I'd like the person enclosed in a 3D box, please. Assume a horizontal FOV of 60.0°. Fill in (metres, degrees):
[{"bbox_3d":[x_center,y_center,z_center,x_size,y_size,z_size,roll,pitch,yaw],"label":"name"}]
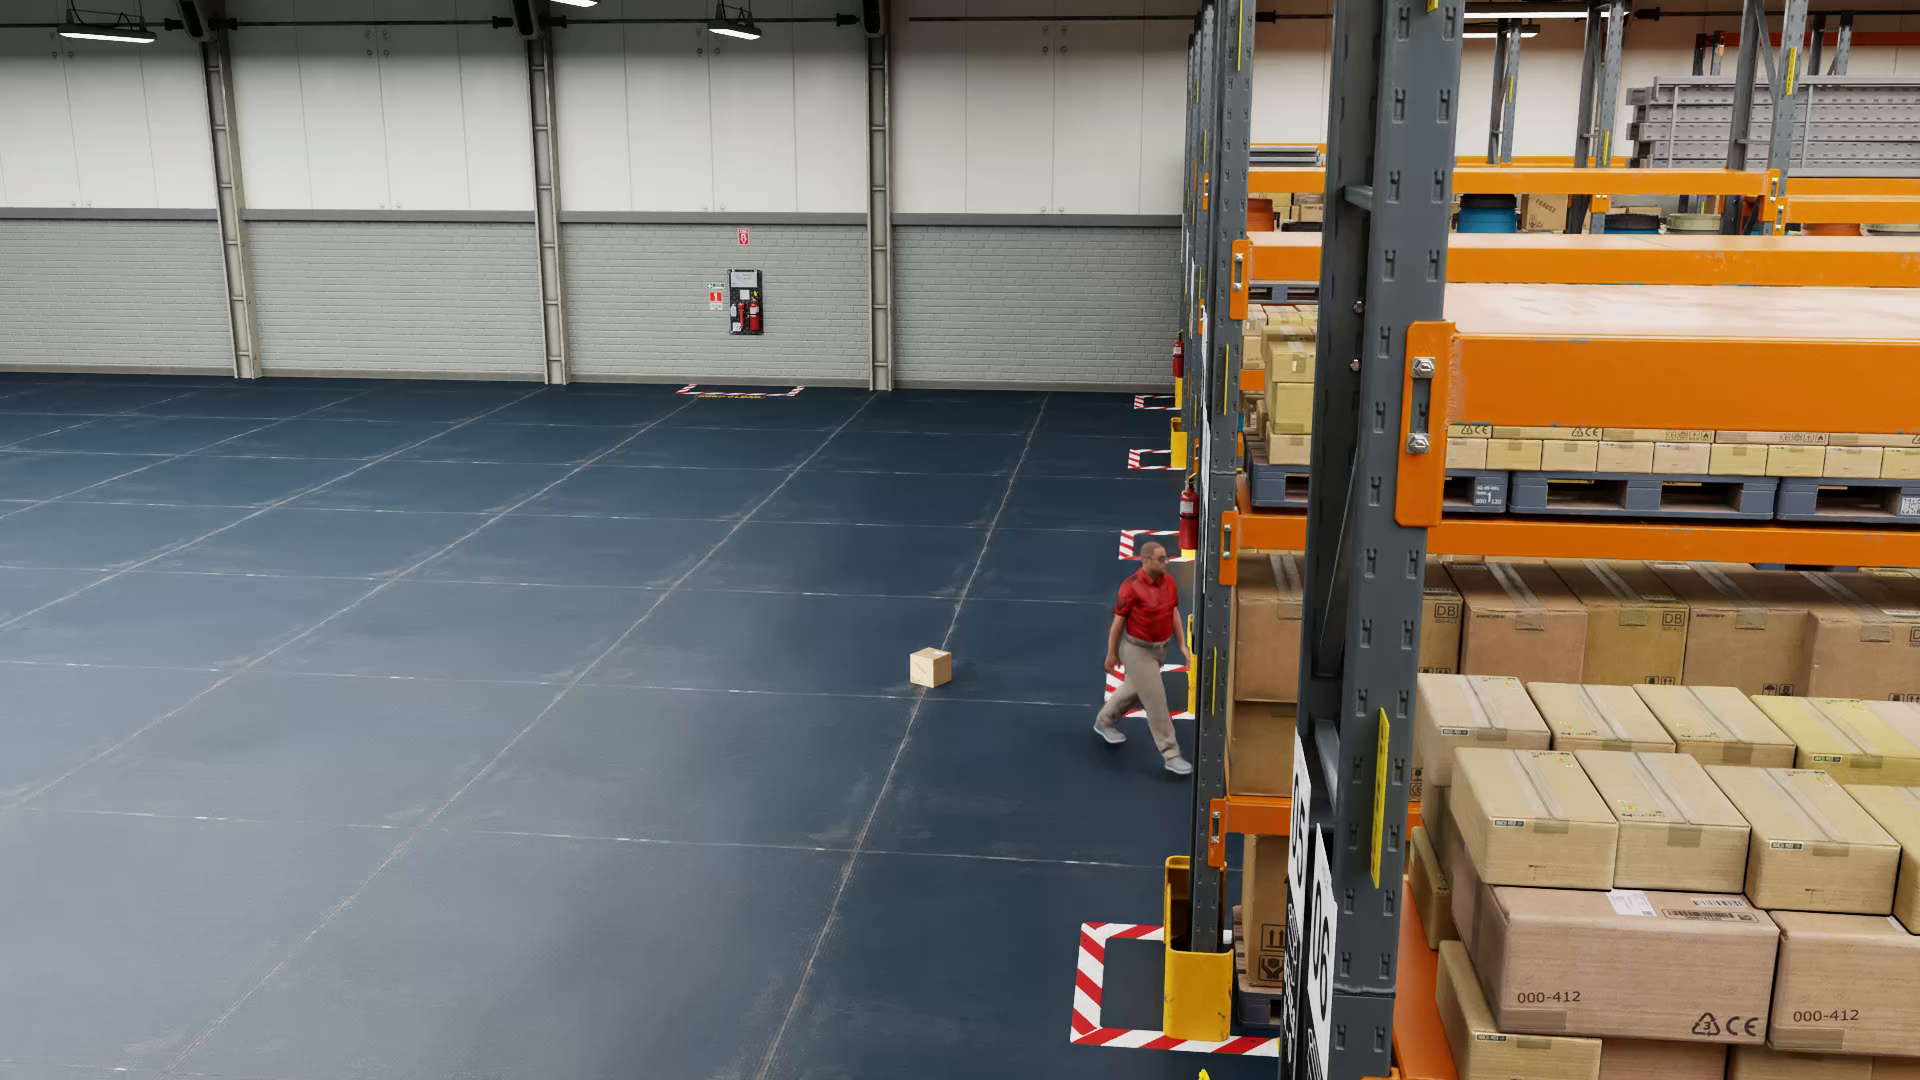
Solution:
[{"bbox_3d":[1.434,0.815,12.325,1.096,1.657,0.550,12,19,40],"label":"person"}]
